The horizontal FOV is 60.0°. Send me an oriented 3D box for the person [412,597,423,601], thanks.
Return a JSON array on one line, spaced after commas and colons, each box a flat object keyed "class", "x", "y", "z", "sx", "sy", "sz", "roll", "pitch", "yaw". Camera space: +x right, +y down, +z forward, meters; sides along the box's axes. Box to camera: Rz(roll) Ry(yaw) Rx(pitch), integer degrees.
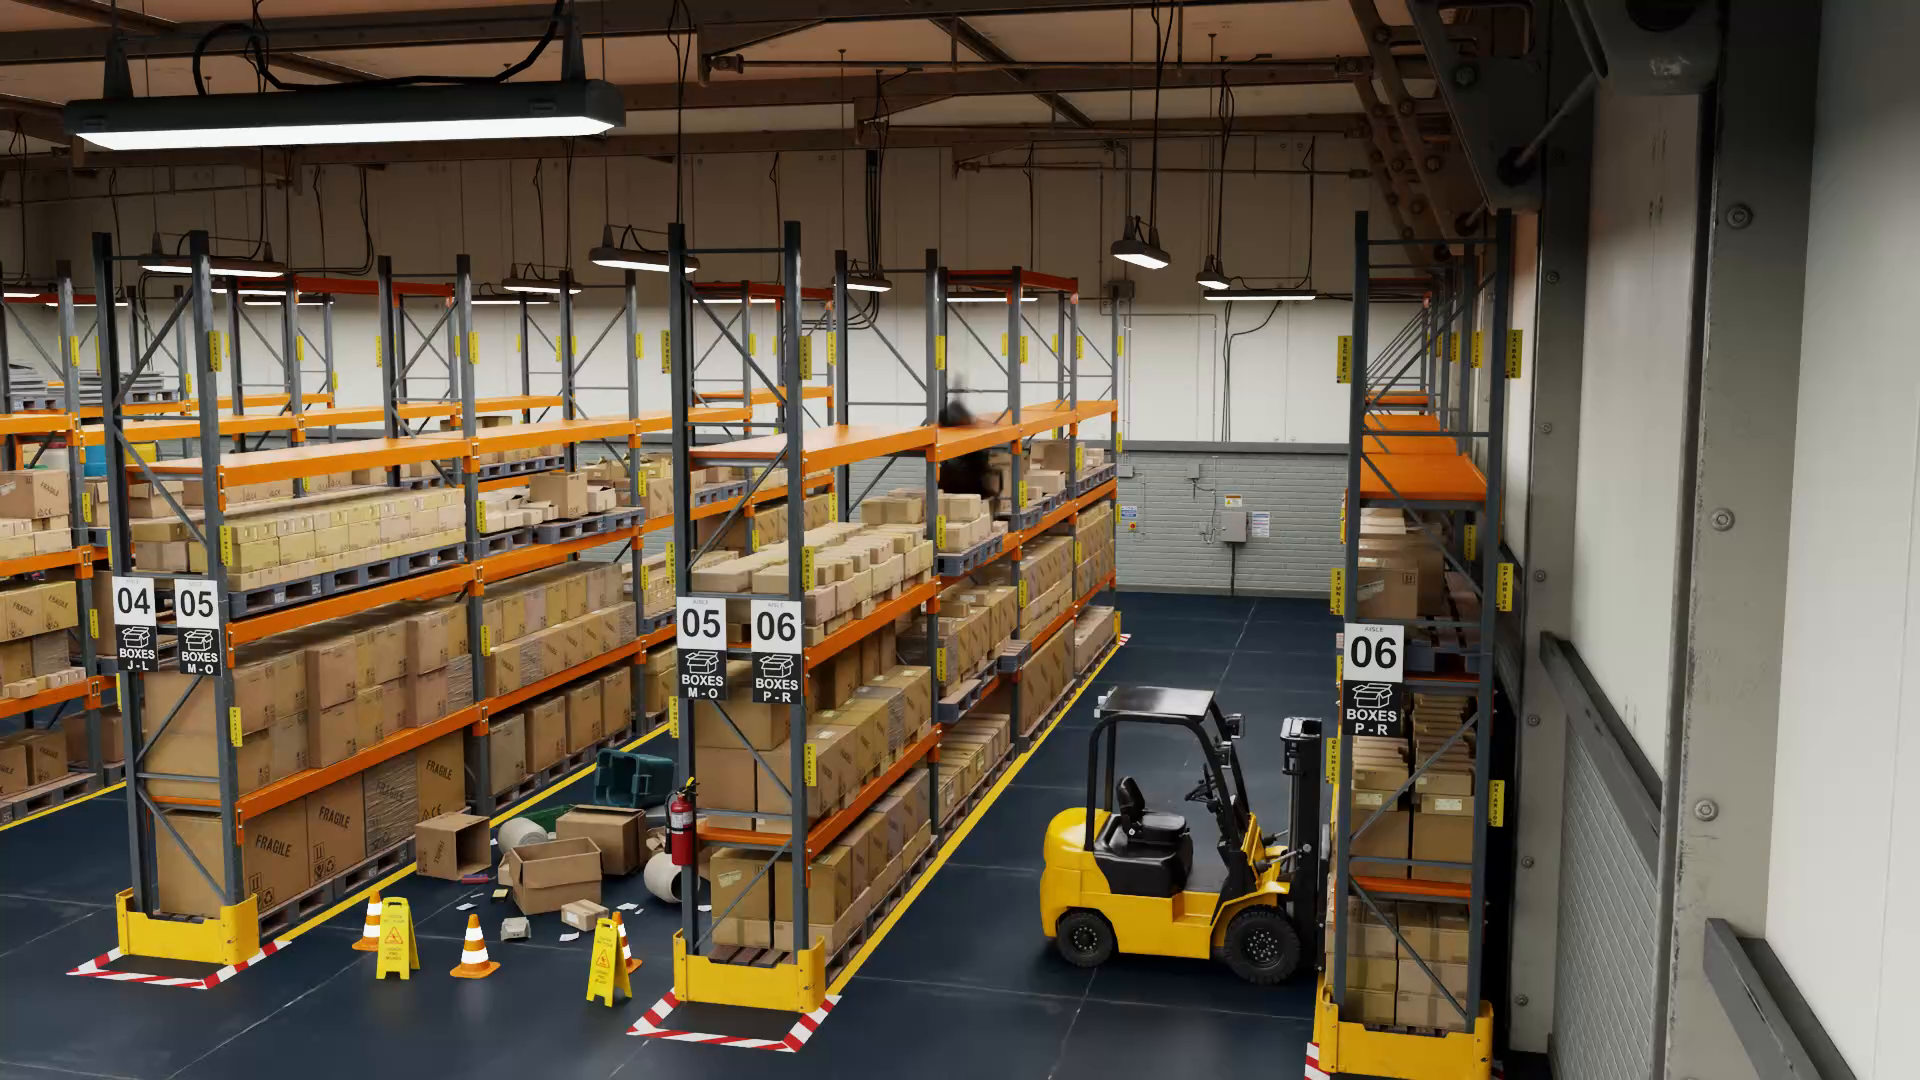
[{"class": "person", "x": -7.482, "y": 1.630, "z": 22.928, "sx": 0.608, "sy": 1.522, "sz": 0.549, "roll": 1, "pitch": 7, "yaw": 7}]
